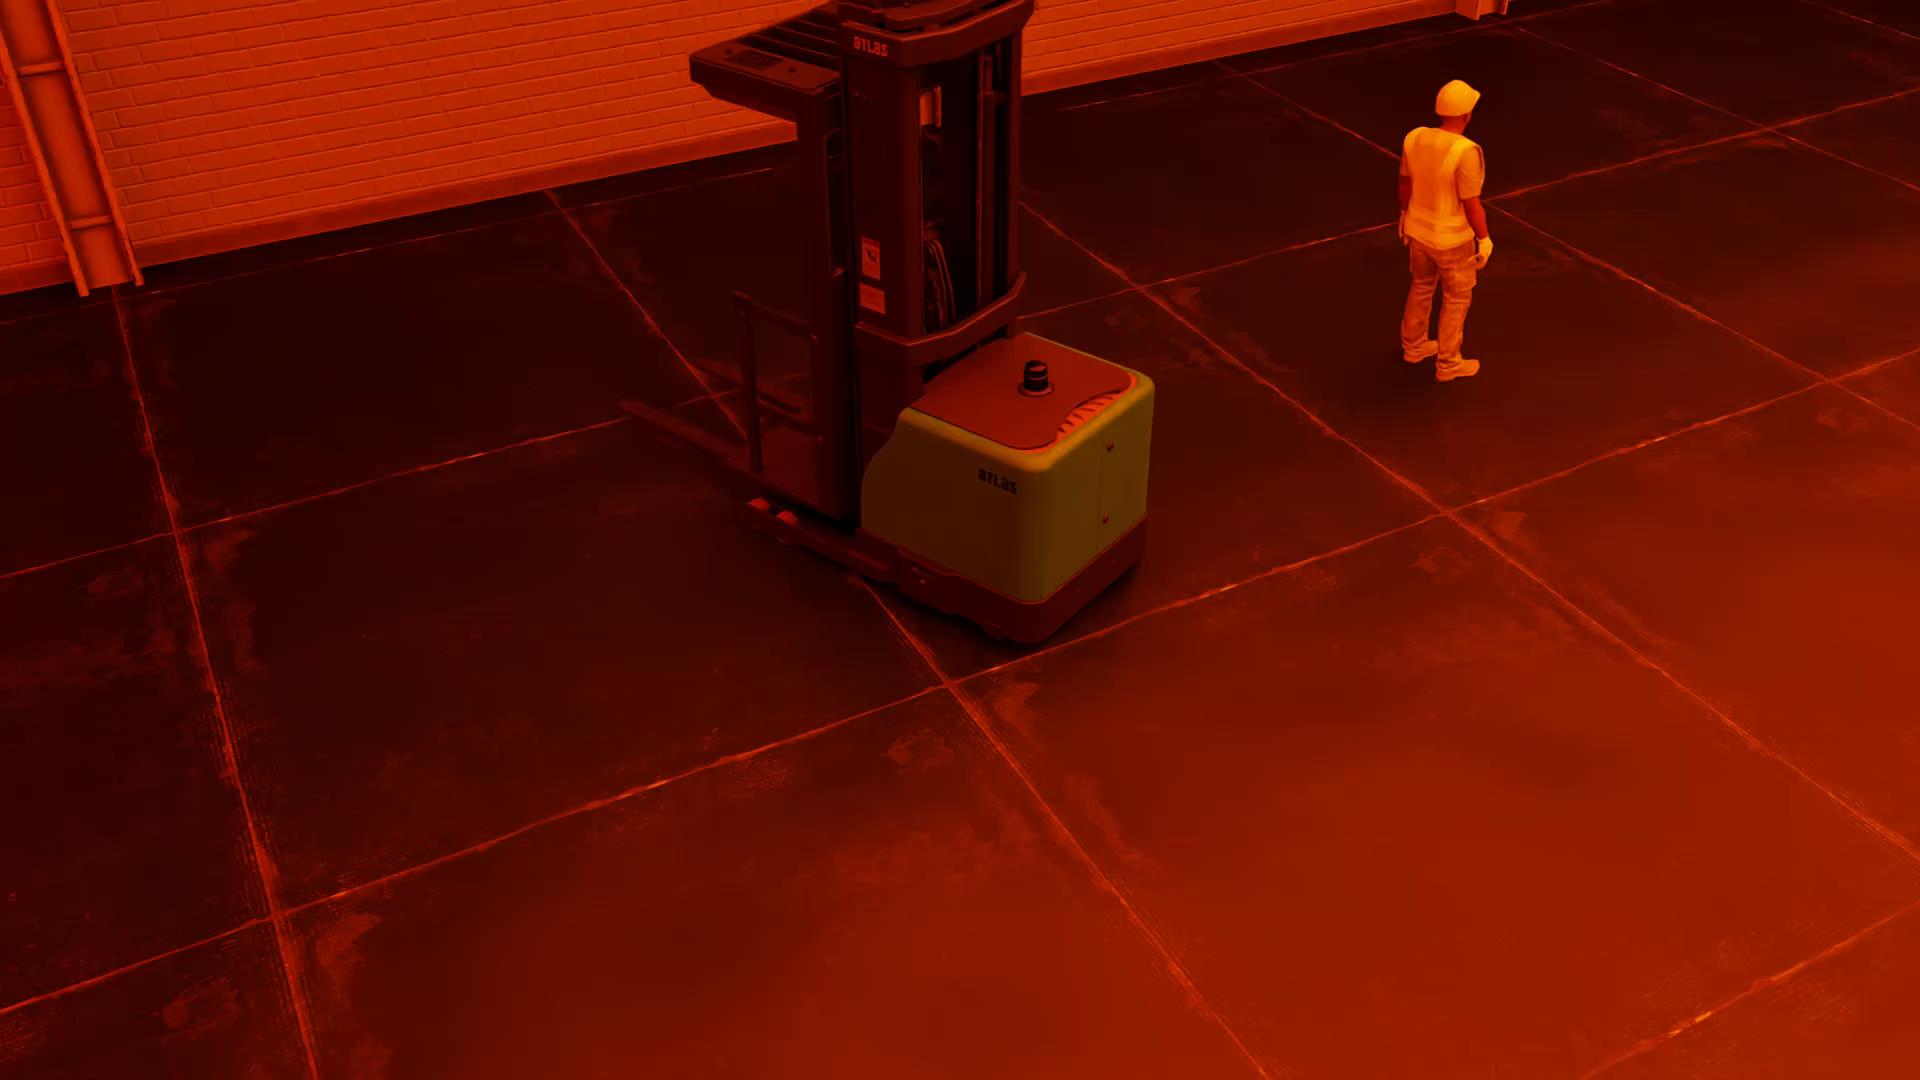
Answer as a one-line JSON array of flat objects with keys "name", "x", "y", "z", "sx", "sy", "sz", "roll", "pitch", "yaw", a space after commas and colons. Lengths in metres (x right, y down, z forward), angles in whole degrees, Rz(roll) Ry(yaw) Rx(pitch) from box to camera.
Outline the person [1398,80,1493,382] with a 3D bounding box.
[{"name": "person", "x": 2.834, "y": -1.797, "z": 9.665, "sx": 0.503, "sy": 1.795, "sz": 0.650, "roll": -19, "pitch": 40, "yaw": -25}]

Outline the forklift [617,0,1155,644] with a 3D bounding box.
[{"name": "forklift", "x": -0.532, "y": -1.396, "z": 8.098, "sx": 3.031, "sy": 2.935, "sz": 1.130, "roll": 24, "pitch": 42, "yaw": 30}]
